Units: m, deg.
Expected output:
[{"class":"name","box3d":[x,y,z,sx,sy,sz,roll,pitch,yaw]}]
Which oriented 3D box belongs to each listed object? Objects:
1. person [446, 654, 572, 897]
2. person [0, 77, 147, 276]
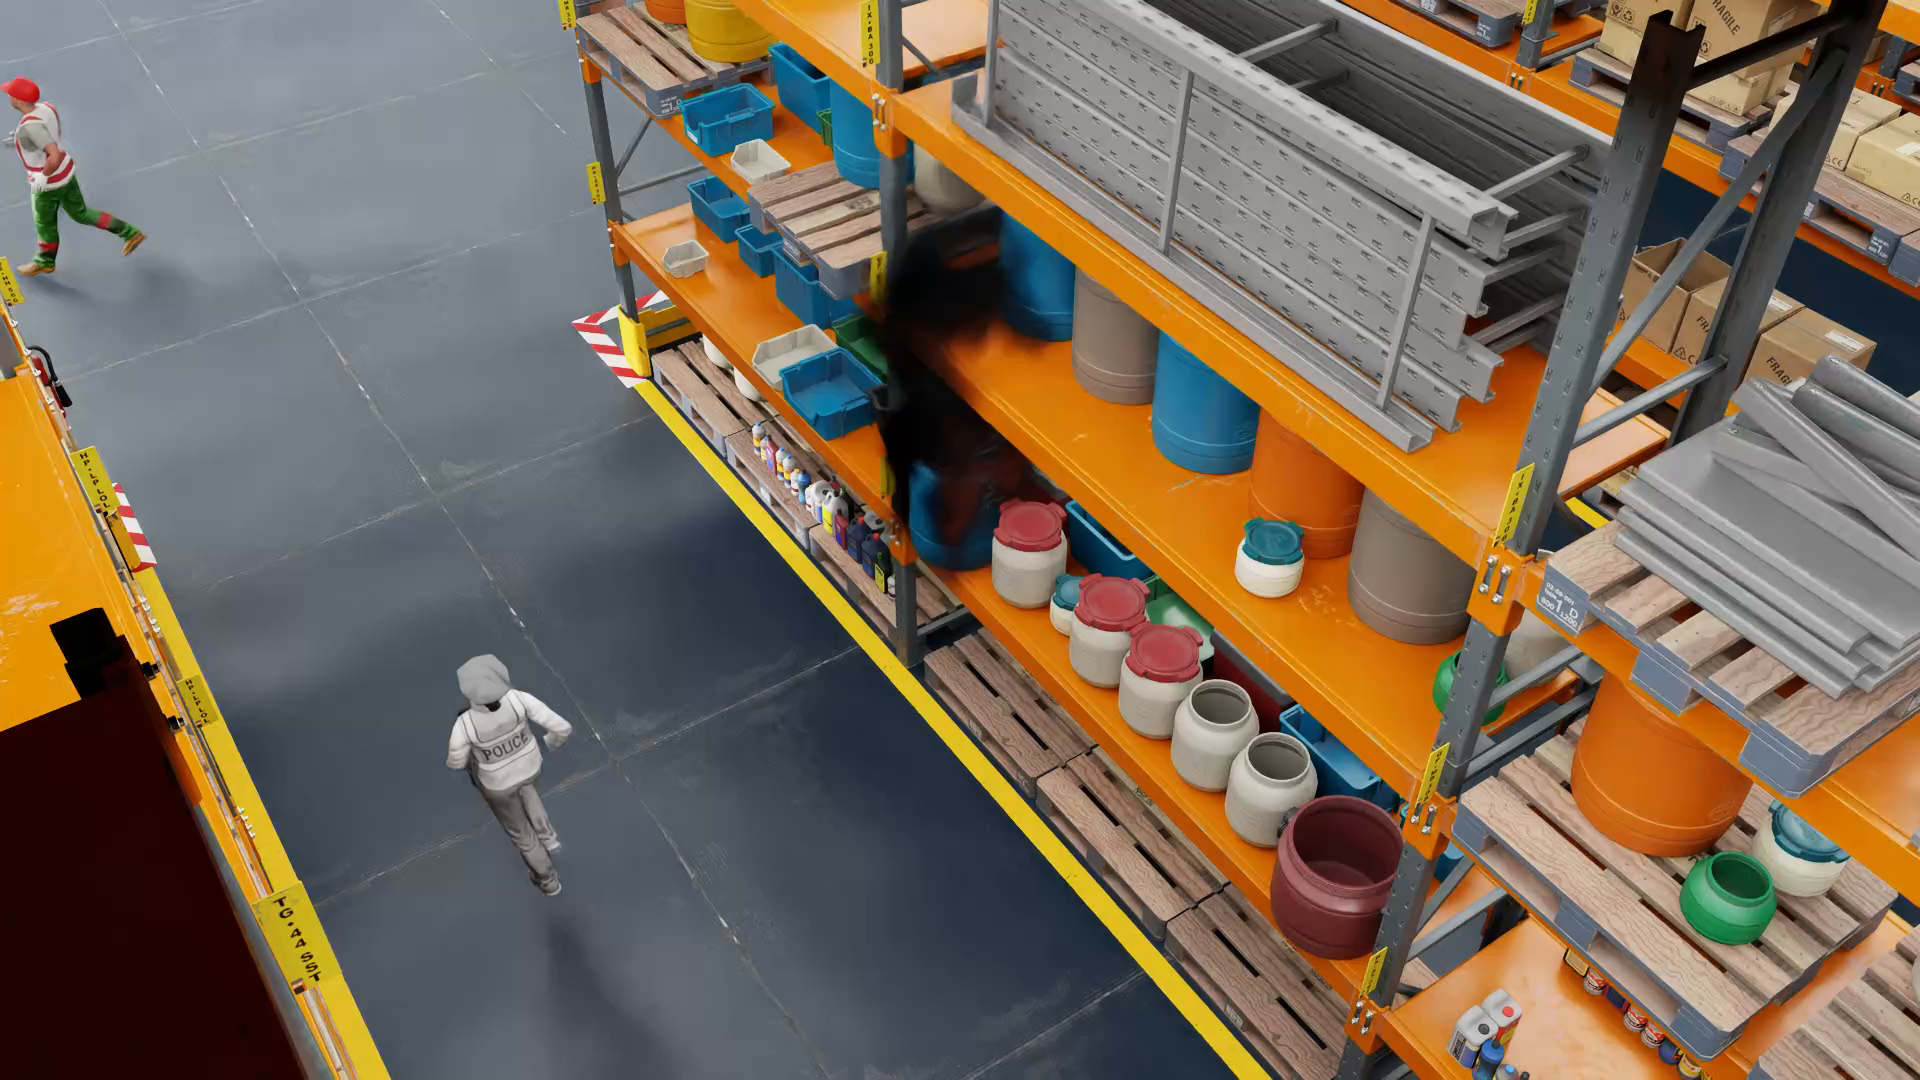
[{"class":"person","box3d":[-2.403,1.191,8.807,0.593,1.702,0.605,-31,51,-29]},{"class":"person","box3d":[-7.470,-2.971,13.633,1.092,1.739,0.678,-2,43,-3]}]
